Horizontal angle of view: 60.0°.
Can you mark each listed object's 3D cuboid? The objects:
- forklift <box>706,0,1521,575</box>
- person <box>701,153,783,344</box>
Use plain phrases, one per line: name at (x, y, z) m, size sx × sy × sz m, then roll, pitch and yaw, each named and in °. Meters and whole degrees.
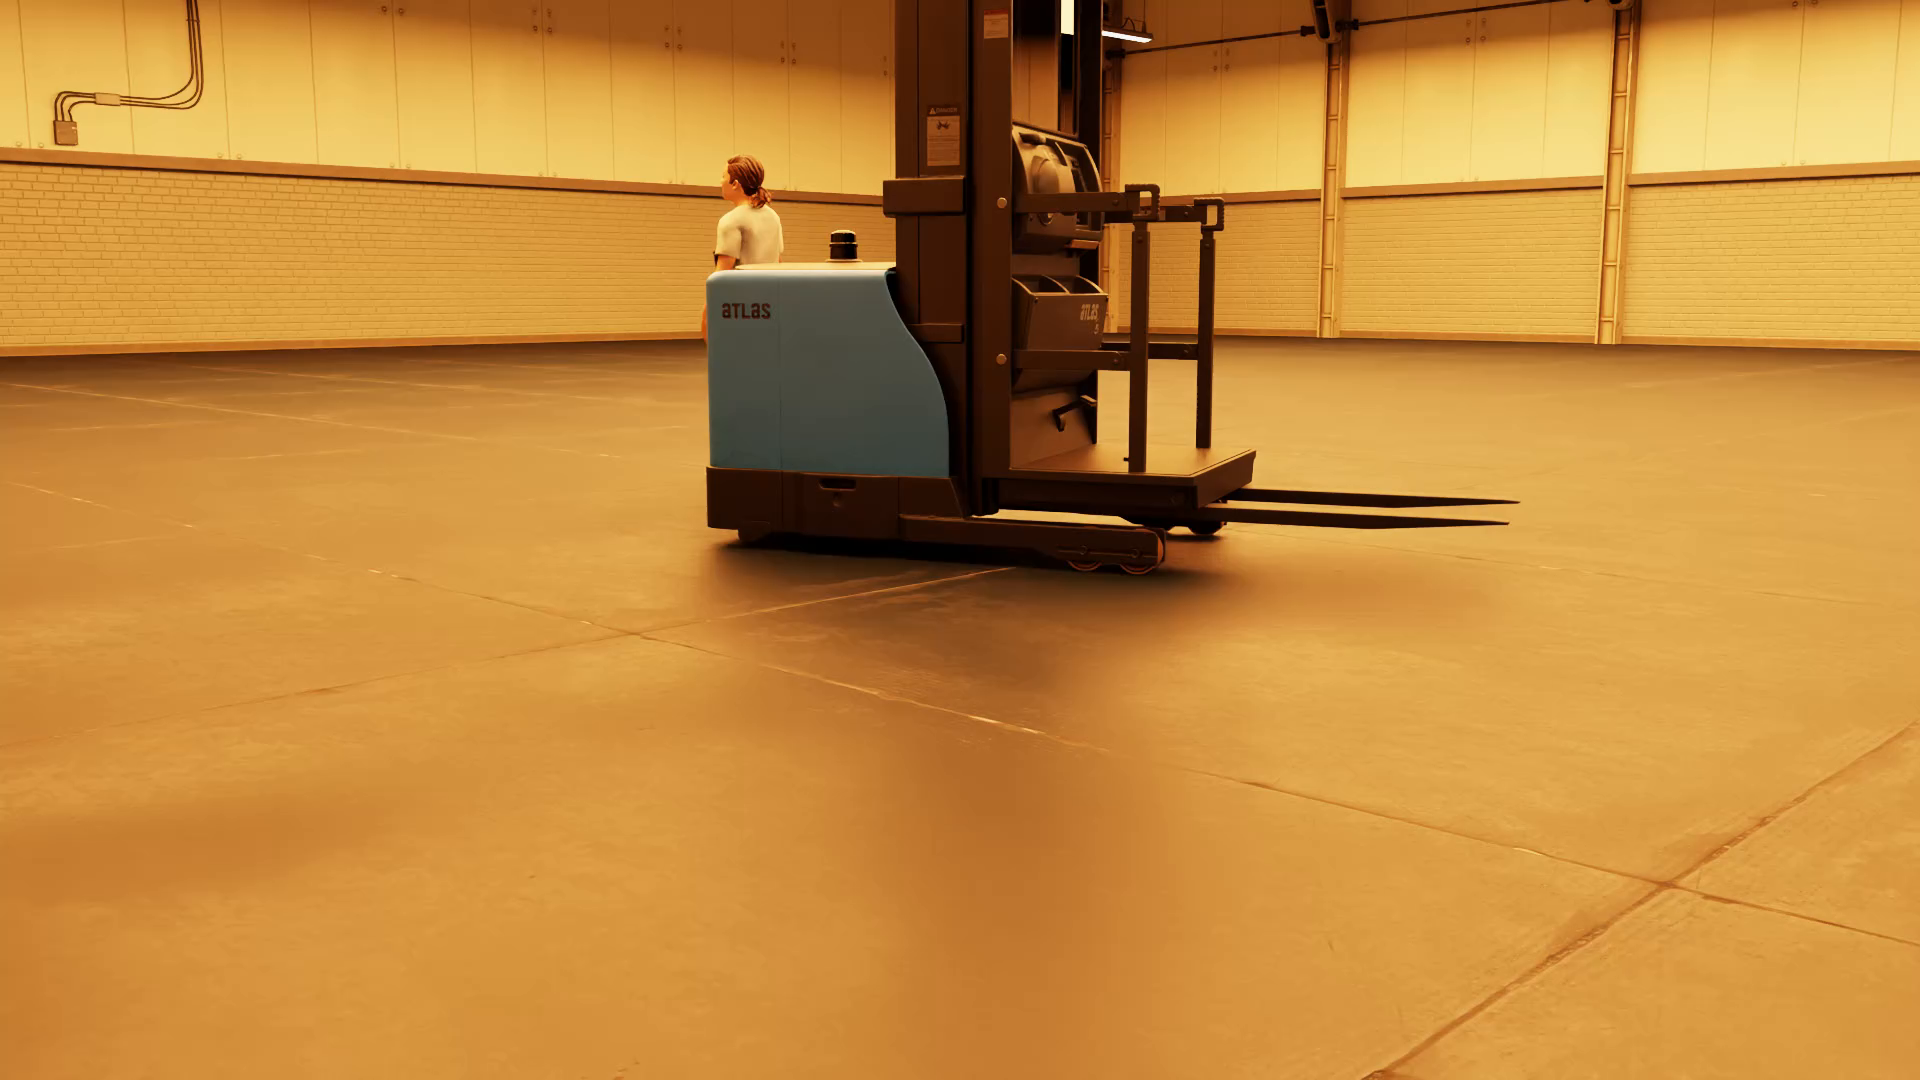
forklift at (0.565, -1.416, 6.275) m, size 3.031 × 2.935 × 1.130 m, roll 3°, pitch 9°, yaw 22°
person at (-1.170, -1.139, 8.603) m, size 0.549 × 1.675 × 0.550 m, roll 5°, pitch 10°, yaw 31°
